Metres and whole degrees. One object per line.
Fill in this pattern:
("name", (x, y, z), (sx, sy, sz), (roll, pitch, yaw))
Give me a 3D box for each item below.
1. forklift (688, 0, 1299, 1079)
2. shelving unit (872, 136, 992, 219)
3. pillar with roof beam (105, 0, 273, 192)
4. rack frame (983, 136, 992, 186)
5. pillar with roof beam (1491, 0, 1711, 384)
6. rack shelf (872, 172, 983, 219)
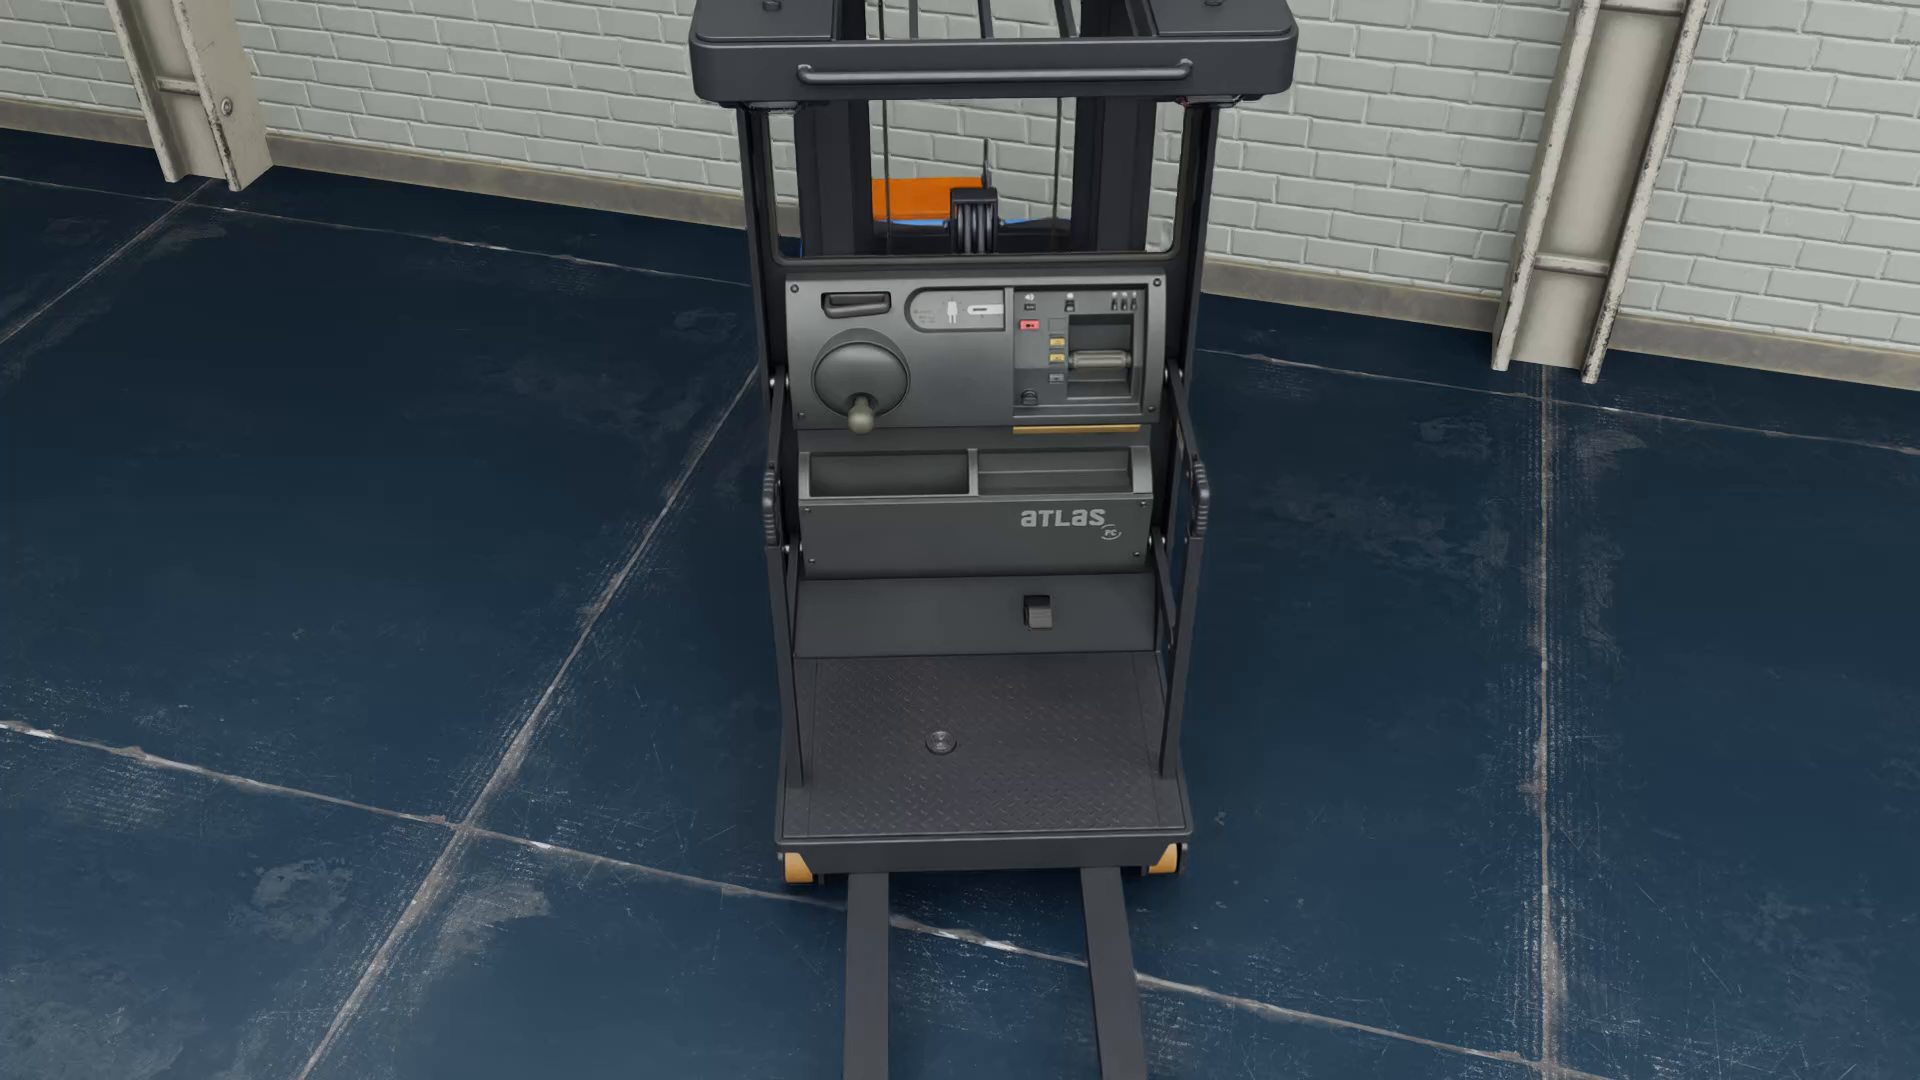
("forklift", (0.049, -0.385, 3.930), (1.130, 2.935, 3.031), (-1, 40, -1))
("shelving unit", (-0.155, -0.786, 5.752), (0.503, 1.200, 0.258), (-1, 40, -2))
("pillar with roof beam", (-4.583, -2.505, 1.735), (0.400, 9.000, 9.100), (10, 41, 11))
("rack frame", (0.089, -0.792, 5.760), (0.015, 1.200, 0.240), (-1, 40, -2))
("pillar with roof beam", (1.213, -1.507, 0.548), (0.400, 9.000, 9.100), (10, 41, 11))
("rack shelf", (-0.155, -1.087, 5.500), (0.480, 0.148, 0.258), (-1, 40, -2))
